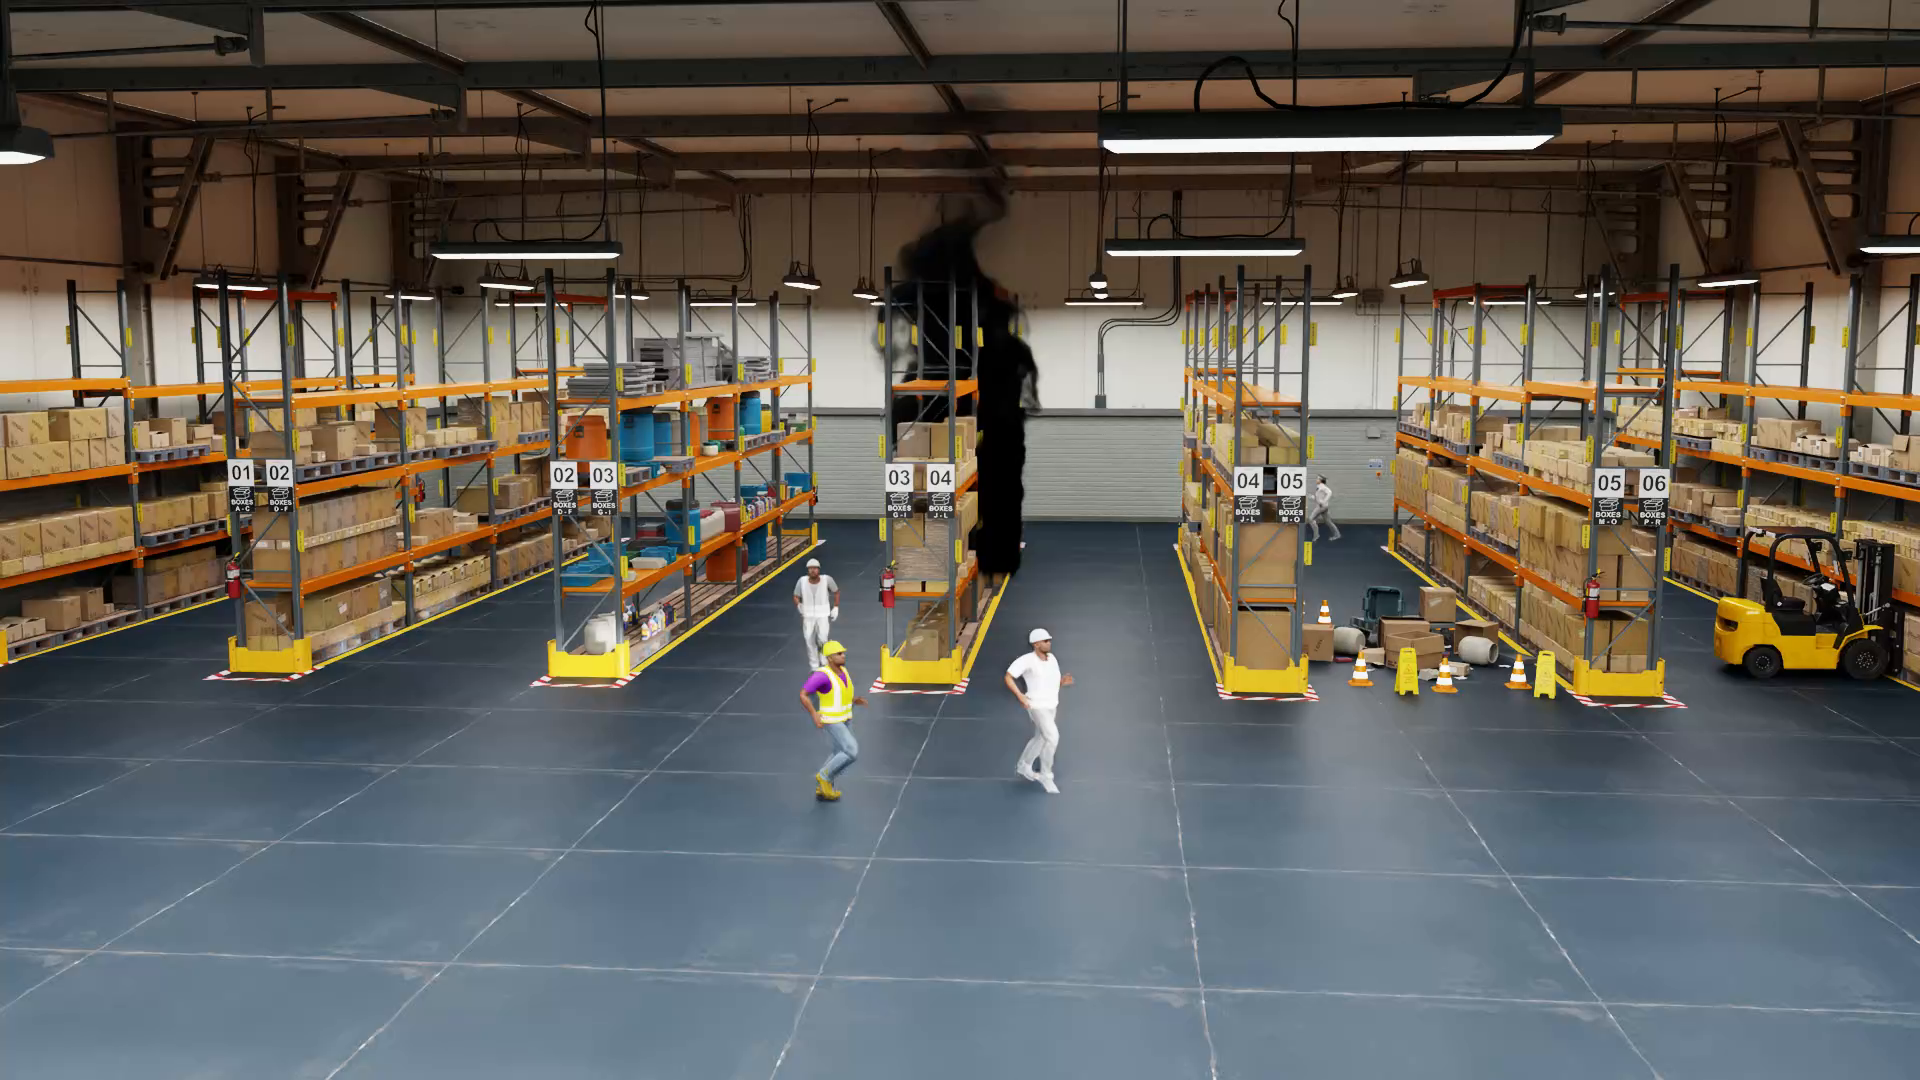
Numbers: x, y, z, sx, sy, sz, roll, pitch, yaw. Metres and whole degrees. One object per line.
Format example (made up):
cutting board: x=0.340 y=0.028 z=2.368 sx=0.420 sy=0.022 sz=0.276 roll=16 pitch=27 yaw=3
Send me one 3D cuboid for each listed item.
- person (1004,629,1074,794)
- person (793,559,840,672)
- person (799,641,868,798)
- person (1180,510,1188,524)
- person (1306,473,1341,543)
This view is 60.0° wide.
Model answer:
person: x=0.908 y=1.889 z=18.507 sx=0.720 sy=1.826 sz=0.674 roll=5 pitch=9 yaw=36
person: x=-2.146 y=1.138 z=24.755 sx=0.685 sy=1.728 sz=0.633 roll=0 pitch=7 yaw=2
person: x=-1.311 y=1.952 z=17.995 sx=0.634 sy=1.726 sz=0.683 roll=3 pitch=8 yaw=23
person: x=5.699 y=-0.809 z=40.826 sx=0.594 sy=1.717 sz=0.777 roll=3 pitch=7 yaw=20
person: x=8.875 y=-0.762 z=40.616 sx=0.867 sy=1.725 sz=0.623 roll=2 pitch=7 yaw=18
